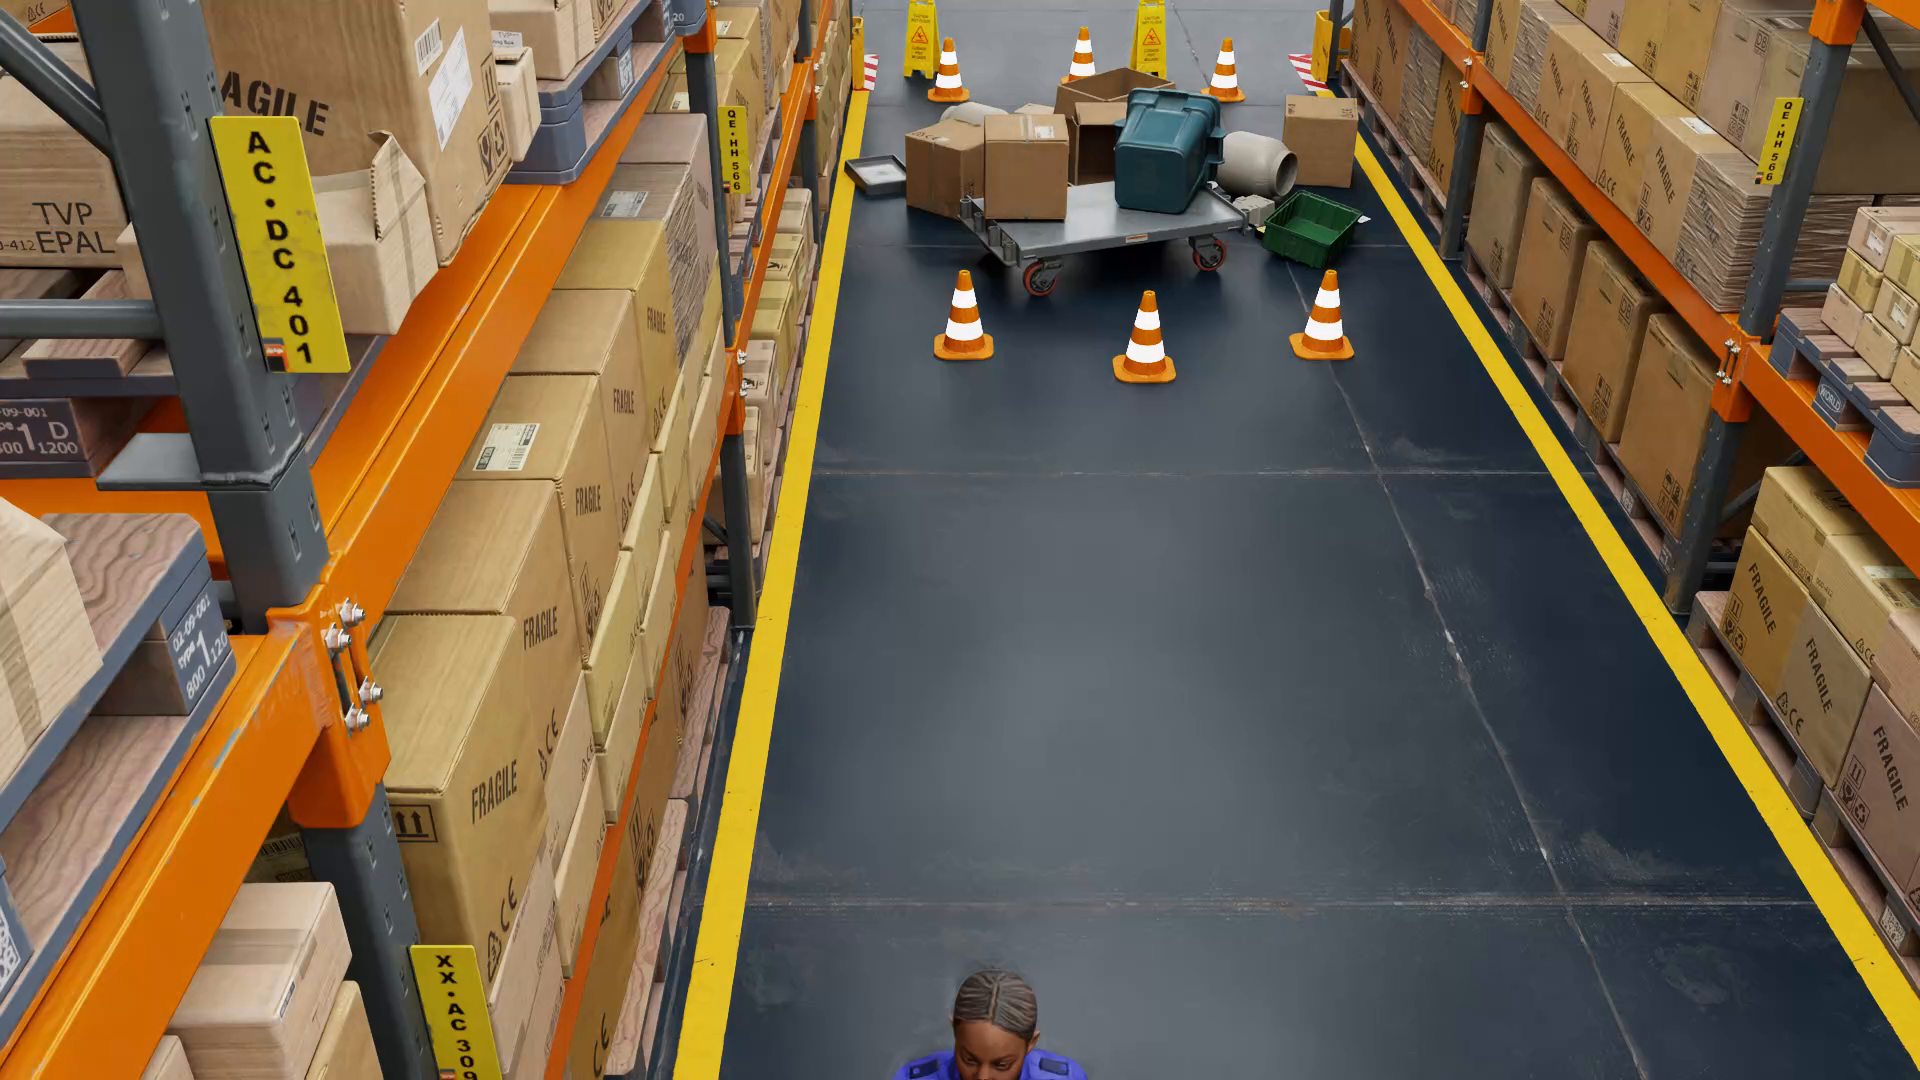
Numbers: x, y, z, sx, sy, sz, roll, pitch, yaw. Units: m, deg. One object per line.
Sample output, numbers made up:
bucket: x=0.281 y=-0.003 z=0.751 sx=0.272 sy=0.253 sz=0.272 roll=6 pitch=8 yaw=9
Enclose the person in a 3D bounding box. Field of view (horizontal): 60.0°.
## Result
person: x=0.061 y=1.595 z=3.582 sx=0.484 sy=1.721 sz=0.512 roll=2 pitch=32 yaw=3
